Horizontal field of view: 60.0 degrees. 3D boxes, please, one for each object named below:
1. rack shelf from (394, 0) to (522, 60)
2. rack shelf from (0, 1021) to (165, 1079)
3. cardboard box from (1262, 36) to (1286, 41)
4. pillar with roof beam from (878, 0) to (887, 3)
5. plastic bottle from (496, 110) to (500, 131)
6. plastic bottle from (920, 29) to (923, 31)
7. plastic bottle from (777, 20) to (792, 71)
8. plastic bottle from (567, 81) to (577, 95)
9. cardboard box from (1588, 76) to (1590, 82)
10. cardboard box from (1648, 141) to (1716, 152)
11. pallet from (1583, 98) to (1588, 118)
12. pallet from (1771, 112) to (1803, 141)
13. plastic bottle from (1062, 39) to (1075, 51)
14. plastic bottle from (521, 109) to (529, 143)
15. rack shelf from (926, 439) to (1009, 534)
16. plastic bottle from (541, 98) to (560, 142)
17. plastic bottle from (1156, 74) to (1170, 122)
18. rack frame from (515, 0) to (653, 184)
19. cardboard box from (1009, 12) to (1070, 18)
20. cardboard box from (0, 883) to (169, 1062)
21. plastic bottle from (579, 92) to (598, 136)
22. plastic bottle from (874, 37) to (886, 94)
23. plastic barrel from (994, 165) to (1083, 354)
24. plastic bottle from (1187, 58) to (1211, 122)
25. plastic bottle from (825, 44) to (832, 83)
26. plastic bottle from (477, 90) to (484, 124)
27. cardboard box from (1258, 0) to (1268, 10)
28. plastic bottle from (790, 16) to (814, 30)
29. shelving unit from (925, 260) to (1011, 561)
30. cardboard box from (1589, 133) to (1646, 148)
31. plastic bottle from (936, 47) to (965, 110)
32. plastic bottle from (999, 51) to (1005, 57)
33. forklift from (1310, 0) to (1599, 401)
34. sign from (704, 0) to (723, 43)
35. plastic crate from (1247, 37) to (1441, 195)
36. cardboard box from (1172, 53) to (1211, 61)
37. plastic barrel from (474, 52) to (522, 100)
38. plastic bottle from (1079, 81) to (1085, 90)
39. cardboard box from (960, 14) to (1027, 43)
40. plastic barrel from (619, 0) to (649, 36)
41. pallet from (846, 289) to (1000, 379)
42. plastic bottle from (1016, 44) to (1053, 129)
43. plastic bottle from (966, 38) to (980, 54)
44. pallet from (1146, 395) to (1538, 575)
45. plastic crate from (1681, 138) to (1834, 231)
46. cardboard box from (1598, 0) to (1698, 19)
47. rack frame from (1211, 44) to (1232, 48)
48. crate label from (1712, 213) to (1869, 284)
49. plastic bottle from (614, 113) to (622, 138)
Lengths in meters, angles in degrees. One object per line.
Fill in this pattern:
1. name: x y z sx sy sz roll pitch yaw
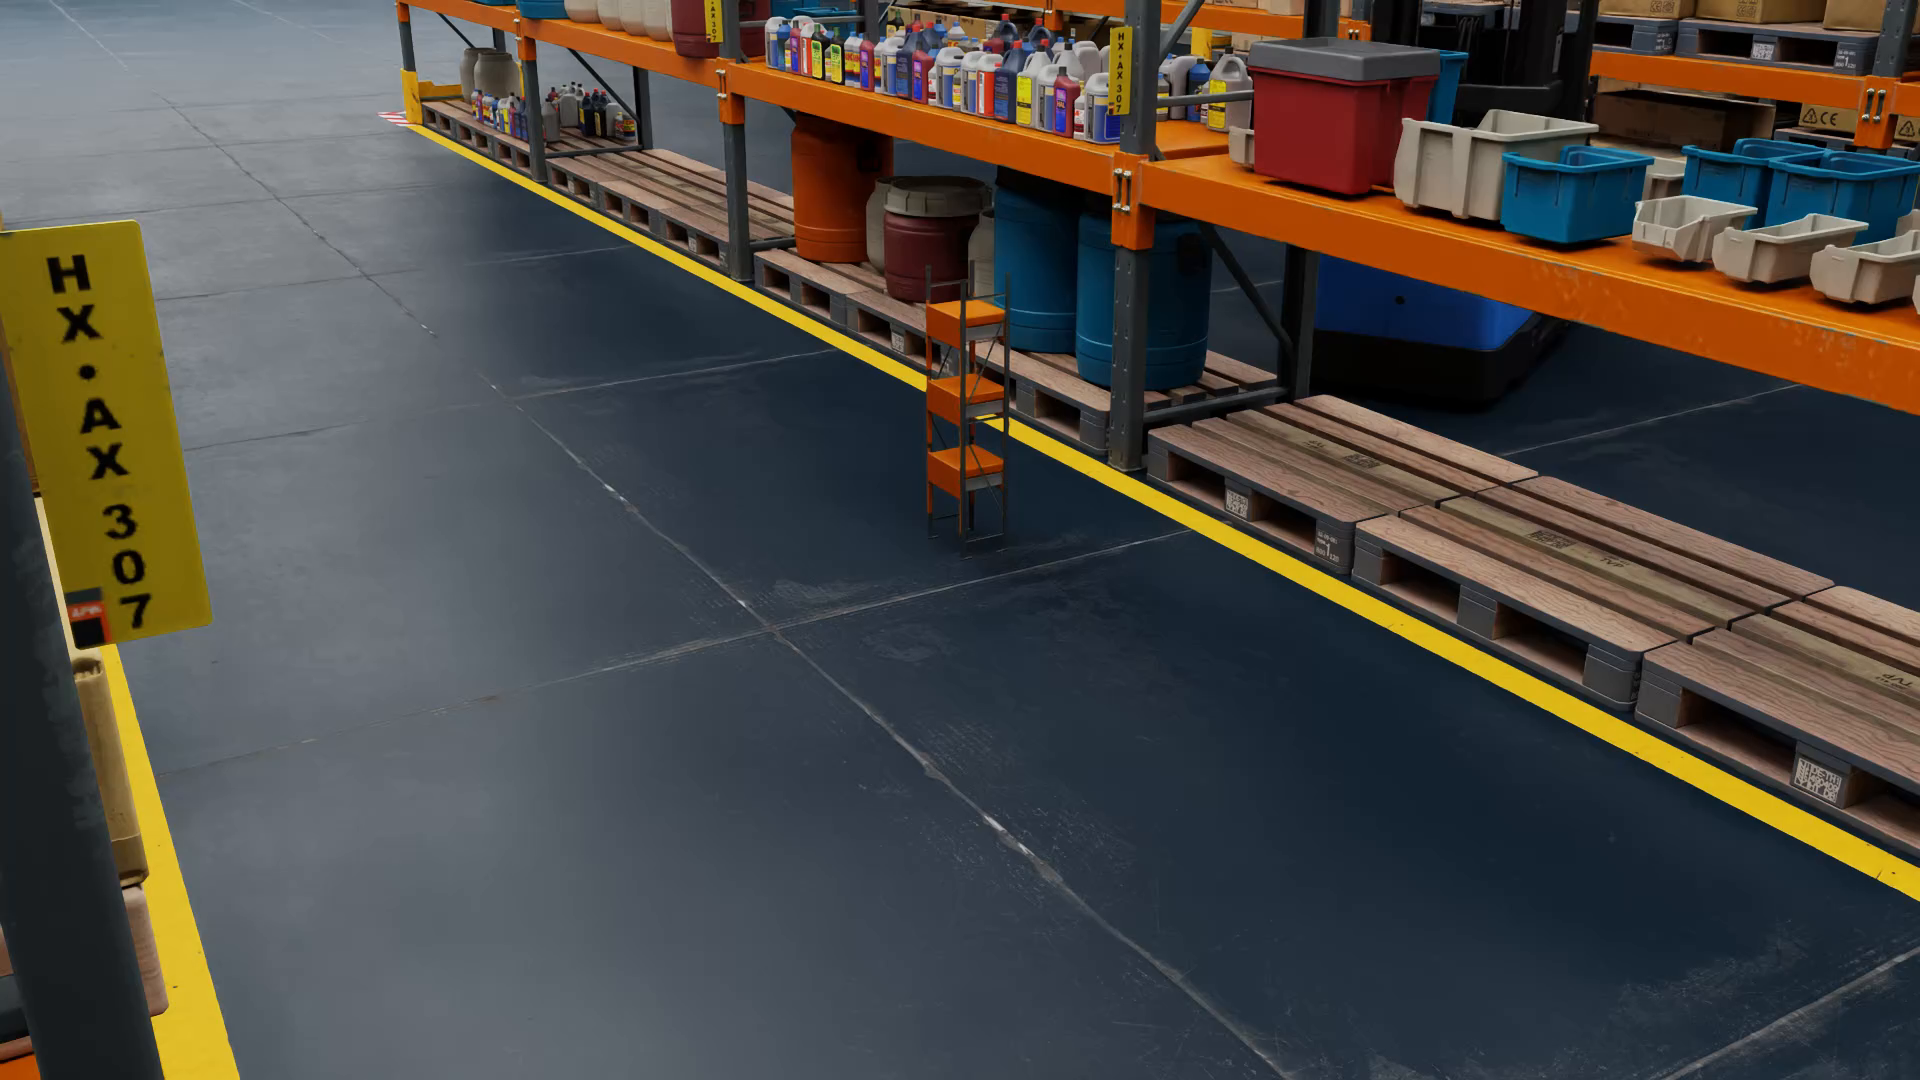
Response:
1. rack shelf: -4.019 -4.683 14.805 1.077 0.370 4.000 -13 25 -28
2. rack shelf: -2.147 0.154 2.905 1.077 0.370 4.000 -13 25 -28
3. cardboard box: 4.044 -6.102 20.327 0.500 0.311 0.500 -10 24 -24
4. pillar with roof beam: -5.253 -13.345 27.193 9.100 9.000 0.400 -13 25 -28
5. plastic bottle: -4.000 -3.683 14.520 0.097 0.201 0.097 0 22 0
6. plastic bottle: -0.219 -2.818 9.524 0.097 0.201 0.097 0 22 0
7. plastic bottle: -0.975 -2.770 9.313 0.097 0.271 0.097 0 22 0
8. plastic bottle: -3.461 -3.946 14.969 0.144 0.351 0.185 -11 25 -26
9. cardboard box: 6.443 -4.755 16.762 0.700 0.500 0.500 -12 25 -28
10. cardboard box: 4.781 -2.314 10.756 0.500 0.500 0.500 -12 25 -28
11. pallet: 6.546 -4.336 16.698 1.003 0.211 1.213 -13 25 -28
12. pallet: 7.165 -3.941 15.728 1.003 0.211 1.213 -13 25 -28
13. plastic bottle: 0.553 -2.361 8.306 0.097 0.271 0.097 0 22 0
14. plastic bottle: -3.574 -3.499 13.870 0.144 0.351 0.185 -13 26 -30
15. rack shelf: 0.027 -0.202 6.180 0.215 0.259 0.240 -13 25 -28
16. plastic bottle: -3.450 -3.527 13.938 0.144 0.351 0.185 -13 25 -28
17. plastic bottle: 0.896 -1.999 7.510 0.097 0.201 0.097 0 22 0
18. rack frame: -2.997 -4.369 13.077 1.000 3.000 0.127 -13 25 -28
19. cardboard box: 0.784 -5.123 17.030 0.500 0.500 0.500 -13 25 -28
20. cardboard box: -1.023 0.406 1.663 0.380 0.149 0.250 -12 25 -28
21. plastic bottle: -3.177 -3.659 14.264 0.144 0.351 0.185 -13 25 -28
22. plastic bottle: -0.385 -2.396 8.393 0.097 0.271 0.097 0 22 0
23. plastic barrel: 0.464 -1.411 8.027 0.600 0.901 0.708 -13 25 -28
24. plastic bottle: 1.076 -2.029 7.491 0.097 0.271 0.097 0 22 0
25. plastic bottle: -0.671 -2.544 8.851 0.097 0.201 0.097 0 22 0
26. plastic bottle: -4.282 -3.886 14.911 0.061 0.283 0.133 -12 25 -27
27. cardboard box: 2.607 -4.311 13.269 0.380 0.149 0.250 -11 24 -24
28. plastic bottle: -0.880 -2.844 9.489 0.152 0.276 0.135 -13 25 -28
29. shelving unit: 0.027 -0.469 6.071 0.215 1.050 0.252 -13 25 -28
30. cardboard box: 4.088 -2.370 10.893 0.500 0.500 0.500 -14 26 -30
31. plastic bottle: -0.021 -2.188 7.875 0.152 0.276 0.135 -13 25 -28
32. plastic bottle: 0.195 -2.140 7.765 0.097 0.271 0.097 0 22 0
33. forklift: 2.735 -2.514 8.604 1.130 2.935 3.031 12 25 27
34. sign: -1.423 -3.042 9.595 0.100 0.325 0.005 -13 25 -28
35. plastic crate: 1.330 -1.500 5.853 0.402 0.464 0.583 -13 25 -28
36. cardboard box: 1.988 -4.258 15.153 0.500 0.311 0.500 -12 25 -27
37. plastic barrel: -4.382 -4.345 15.765 0.421 0.512 0.421 0 22 0
38. plastic bottle: 0.521 -1.901 7.269 0.097 0.201 0.097 0 22 0
39. cardboard box: 0.334 -5.022 16.782 0.500 0.500 0.500 -13 25 -28
40. plastic barrel: -2.101 -3.703 11.257 0.433 0.535 0.433 0 22 0
41. pallet: 0.104 -1.141 8.838 1.003 0.211 1.213 -13 25 -28
42. plastic bottle: 0.339 -1.991 7.292 0.144 0.351 0.185 -13 25 -28
43. plastic bottle: 0.079 -2.629 9.059 0.097 0.201 0.097 0 22 0
44. pallet: 1.498 -0.257 6.664 1.003 0.211 1.213 -13 25 -28
45. plastic crate: 2.464 -1.101 5.180 0.416 0.233 0.300 -13 25 -28
46. cardboard box: 4.394 -3.532 10.327 0.500 0.500 0.700 20 30 41
47. rack frame: 3.477 -7.570 20.951 1.000 3.000 0.127 -13 25 -28
48. crate label: 2.262 -0.801 4.570 0.396 0.136 0.243 -13 25 -28
49. plastic bottle: -2.887 -3.530 14.144 0.097 0.201 0.097 0 22 0
